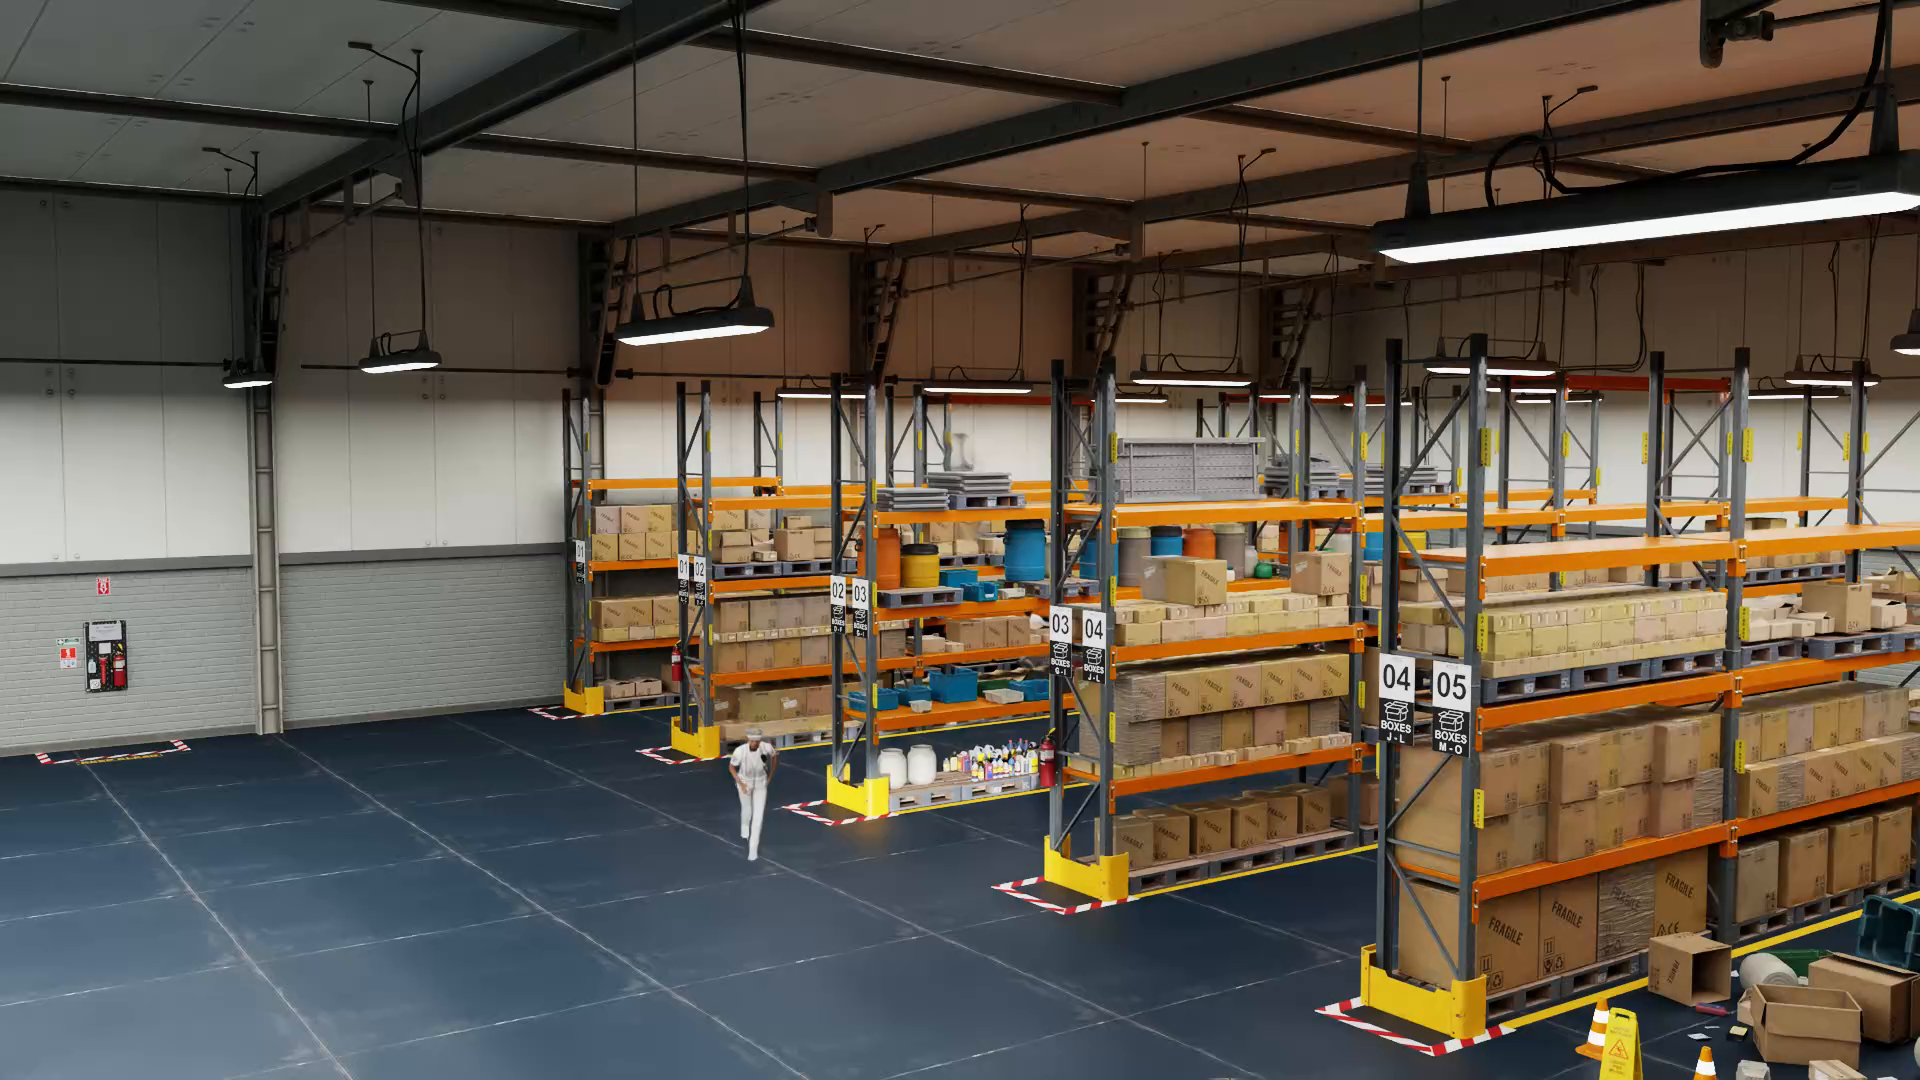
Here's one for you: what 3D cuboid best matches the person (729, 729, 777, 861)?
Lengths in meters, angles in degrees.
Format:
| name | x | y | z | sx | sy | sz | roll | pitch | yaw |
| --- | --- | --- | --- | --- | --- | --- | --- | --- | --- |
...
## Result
| name | x | y | z | sx | sy | sz | roll | pitch | yaw |
| --- | --- | --- | --- | --- | --- | --- | --- | --- | --- |
| person | -2.568 | 3.070 | 20.550 | 0.600 | 1.630 | 0.963 | -1 | 4 | -18 |

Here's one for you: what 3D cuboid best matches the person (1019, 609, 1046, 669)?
| name | x | y | z | sx | sy | sz | roll | pitch | yaw |
| --- | --- | --- | --- | --- | --- | --- | --- | --- | --- |
| person | 1.361 | 2.108 | 33.974 | 0.626 | 1.723 | 0.684 | -3 | 5 | -38 |
